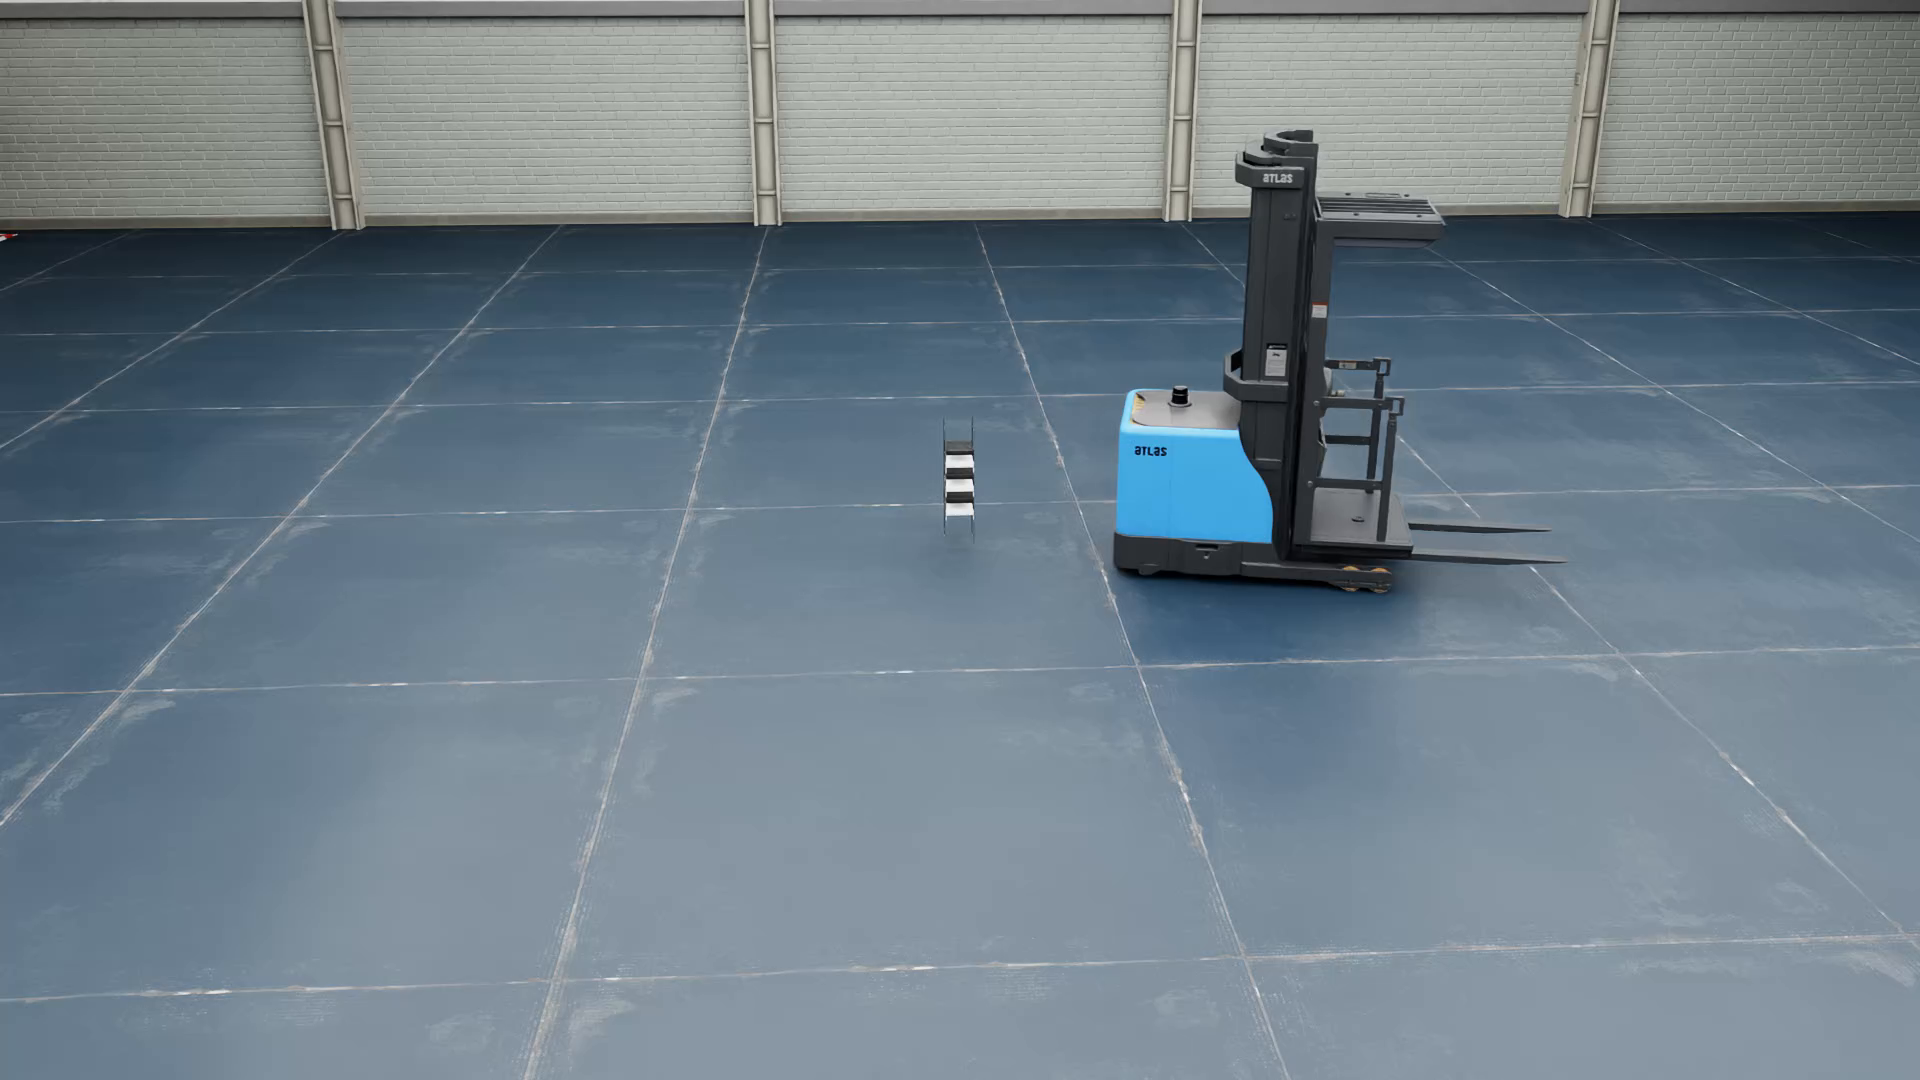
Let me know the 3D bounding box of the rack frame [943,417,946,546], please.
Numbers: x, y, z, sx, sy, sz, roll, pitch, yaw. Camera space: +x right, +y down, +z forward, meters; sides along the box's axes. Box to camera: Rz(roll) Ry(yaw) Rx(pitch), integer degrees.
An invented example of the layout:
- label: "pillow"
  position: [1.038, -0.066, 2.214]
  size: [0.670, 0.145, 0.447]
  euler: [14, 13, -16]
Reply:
- label: "rack frame"
  position: [-0.110, -0.418, 11.955]
  size: [0.006, 0.900, 0.240]
  euler: [-1, 21, -3]

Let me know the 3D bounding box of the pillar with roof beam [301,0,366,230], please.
- label: "pillar with roof beam"
  position: [-8.537, -7.166, 18.296]
  size: [0.400, 9.000, 9.100]
  euler: [-1, 21, -3]

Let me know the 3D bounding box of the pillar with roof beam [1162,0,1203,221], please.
- label: "pillar with roof beam"
  position: [3.444, -7.410, 18.936]
  size: [0.400, 9.000, 9.100]
  euler: [-1, 21, -3]

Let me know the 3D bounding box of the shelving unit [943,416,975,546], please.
- label: "shelving unit"
  position: [-0.008, -0.420, 11.960]
  size: [0.210, 0.900, 0.258]
  euler: [-1, 21, -3]

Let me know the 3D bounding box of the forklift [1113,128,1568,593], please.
- label: "forklift"
  position: [2.620, -1.216, 11.195]
  size: [3.031, 2.935, 1.130]
  euler: [3, 21, 8]

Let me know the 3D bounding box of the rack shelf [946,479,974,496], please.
- label: "rack shelf"
  position: [-0.008, -0.389, 11.972]
  size: [0.200, 0.077, 0.258]
  euler: [-1, 21, -3]

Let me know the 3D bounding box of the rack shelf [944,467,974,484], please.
- label: "rack shelf"
  position: [-0.008, -0.473, 11.940]
  size: [0.200, 0.077, 0.258]
  euler: [-1, 21, -3]

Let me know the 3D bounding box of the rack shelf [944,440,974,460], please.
- label: "rack shelf"
  position: [-0.008, -0.642, 11.876]
  size: [0.200, 0.077, 0.258]
  euler: [-1, 21, -3]

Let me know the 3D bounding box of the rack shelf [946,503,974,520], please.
- label: "rack shelf"
  position: [-0.008, -0.221, 12.036]
  size: [0.200, 0.077, 0.258]
  euler: [-1, 21, -3]

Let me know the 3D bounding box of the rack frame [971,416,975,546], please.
- label: "rack frame"
  position: [0.093, -0.422, 11.966]
  size: [0.006, 0.900, 0.240]
  euler: [-1, 21, -3]

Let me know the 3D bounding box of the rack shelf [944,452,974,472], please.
- label: "rack shelf"
  position: [-0.008, -0.557, 11.908]
  size: [0.200, 0.077, 0.258]
  euler: [-1, 21, -3]

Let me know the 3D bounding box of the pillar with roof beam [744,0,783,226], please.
- label: "pillar with roof beam"
  position: [-2.547, -7.288, 18.616]
  size: [0.400, 9.000, 9.100]
  euler: [-1, 21, -3]

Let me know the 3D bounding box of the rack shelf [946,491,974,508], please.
- label: "rack shelf"
  position: [-0.008, -0.305, 12.004]
  size: [0.200, 0.077, 0.258]
  euler: [-1, 21, -3]

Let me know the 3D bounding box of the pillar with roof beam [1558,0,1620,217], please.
- label: "pillar with roof beam"
  position: [9.434, -7.532, 19.256]
  size: [0.400, 9.000, 9.100]
  euler: [-1, 21, -3]
